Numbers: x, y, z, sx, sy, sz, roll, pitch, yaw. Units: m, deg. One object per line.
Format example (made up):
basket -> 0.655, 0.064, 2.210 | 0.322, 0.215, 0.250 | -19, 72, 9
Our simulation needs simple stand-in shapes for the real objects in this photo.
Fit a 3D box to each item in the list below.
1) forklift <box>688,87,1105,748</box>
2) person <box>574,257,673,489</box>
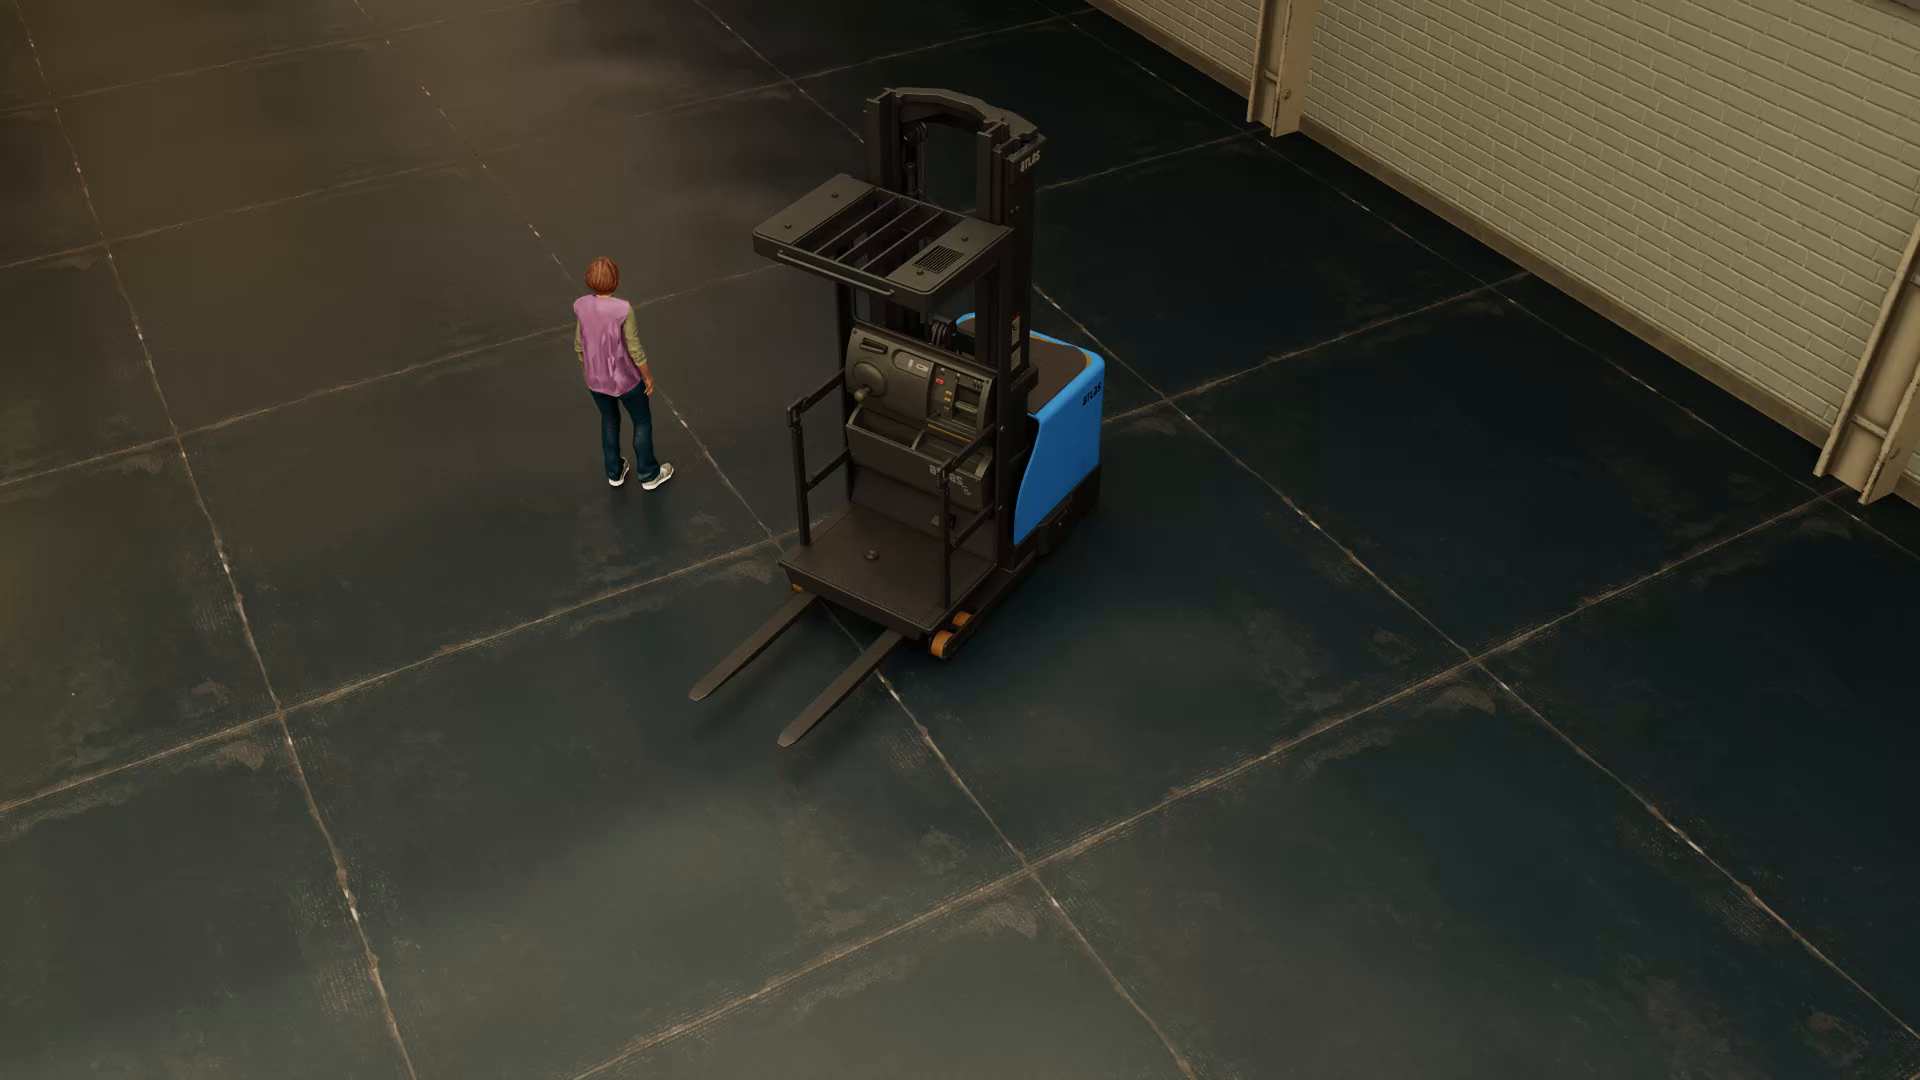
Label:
forklift -> -0.348, -0.796, 8.995 | 1.130, 2.935, 3.031 | 23, 45, 25
person -> -2.126, -0.999, 10.299 | 0.461, 1.581, 0.347 | 10, 41, 12
